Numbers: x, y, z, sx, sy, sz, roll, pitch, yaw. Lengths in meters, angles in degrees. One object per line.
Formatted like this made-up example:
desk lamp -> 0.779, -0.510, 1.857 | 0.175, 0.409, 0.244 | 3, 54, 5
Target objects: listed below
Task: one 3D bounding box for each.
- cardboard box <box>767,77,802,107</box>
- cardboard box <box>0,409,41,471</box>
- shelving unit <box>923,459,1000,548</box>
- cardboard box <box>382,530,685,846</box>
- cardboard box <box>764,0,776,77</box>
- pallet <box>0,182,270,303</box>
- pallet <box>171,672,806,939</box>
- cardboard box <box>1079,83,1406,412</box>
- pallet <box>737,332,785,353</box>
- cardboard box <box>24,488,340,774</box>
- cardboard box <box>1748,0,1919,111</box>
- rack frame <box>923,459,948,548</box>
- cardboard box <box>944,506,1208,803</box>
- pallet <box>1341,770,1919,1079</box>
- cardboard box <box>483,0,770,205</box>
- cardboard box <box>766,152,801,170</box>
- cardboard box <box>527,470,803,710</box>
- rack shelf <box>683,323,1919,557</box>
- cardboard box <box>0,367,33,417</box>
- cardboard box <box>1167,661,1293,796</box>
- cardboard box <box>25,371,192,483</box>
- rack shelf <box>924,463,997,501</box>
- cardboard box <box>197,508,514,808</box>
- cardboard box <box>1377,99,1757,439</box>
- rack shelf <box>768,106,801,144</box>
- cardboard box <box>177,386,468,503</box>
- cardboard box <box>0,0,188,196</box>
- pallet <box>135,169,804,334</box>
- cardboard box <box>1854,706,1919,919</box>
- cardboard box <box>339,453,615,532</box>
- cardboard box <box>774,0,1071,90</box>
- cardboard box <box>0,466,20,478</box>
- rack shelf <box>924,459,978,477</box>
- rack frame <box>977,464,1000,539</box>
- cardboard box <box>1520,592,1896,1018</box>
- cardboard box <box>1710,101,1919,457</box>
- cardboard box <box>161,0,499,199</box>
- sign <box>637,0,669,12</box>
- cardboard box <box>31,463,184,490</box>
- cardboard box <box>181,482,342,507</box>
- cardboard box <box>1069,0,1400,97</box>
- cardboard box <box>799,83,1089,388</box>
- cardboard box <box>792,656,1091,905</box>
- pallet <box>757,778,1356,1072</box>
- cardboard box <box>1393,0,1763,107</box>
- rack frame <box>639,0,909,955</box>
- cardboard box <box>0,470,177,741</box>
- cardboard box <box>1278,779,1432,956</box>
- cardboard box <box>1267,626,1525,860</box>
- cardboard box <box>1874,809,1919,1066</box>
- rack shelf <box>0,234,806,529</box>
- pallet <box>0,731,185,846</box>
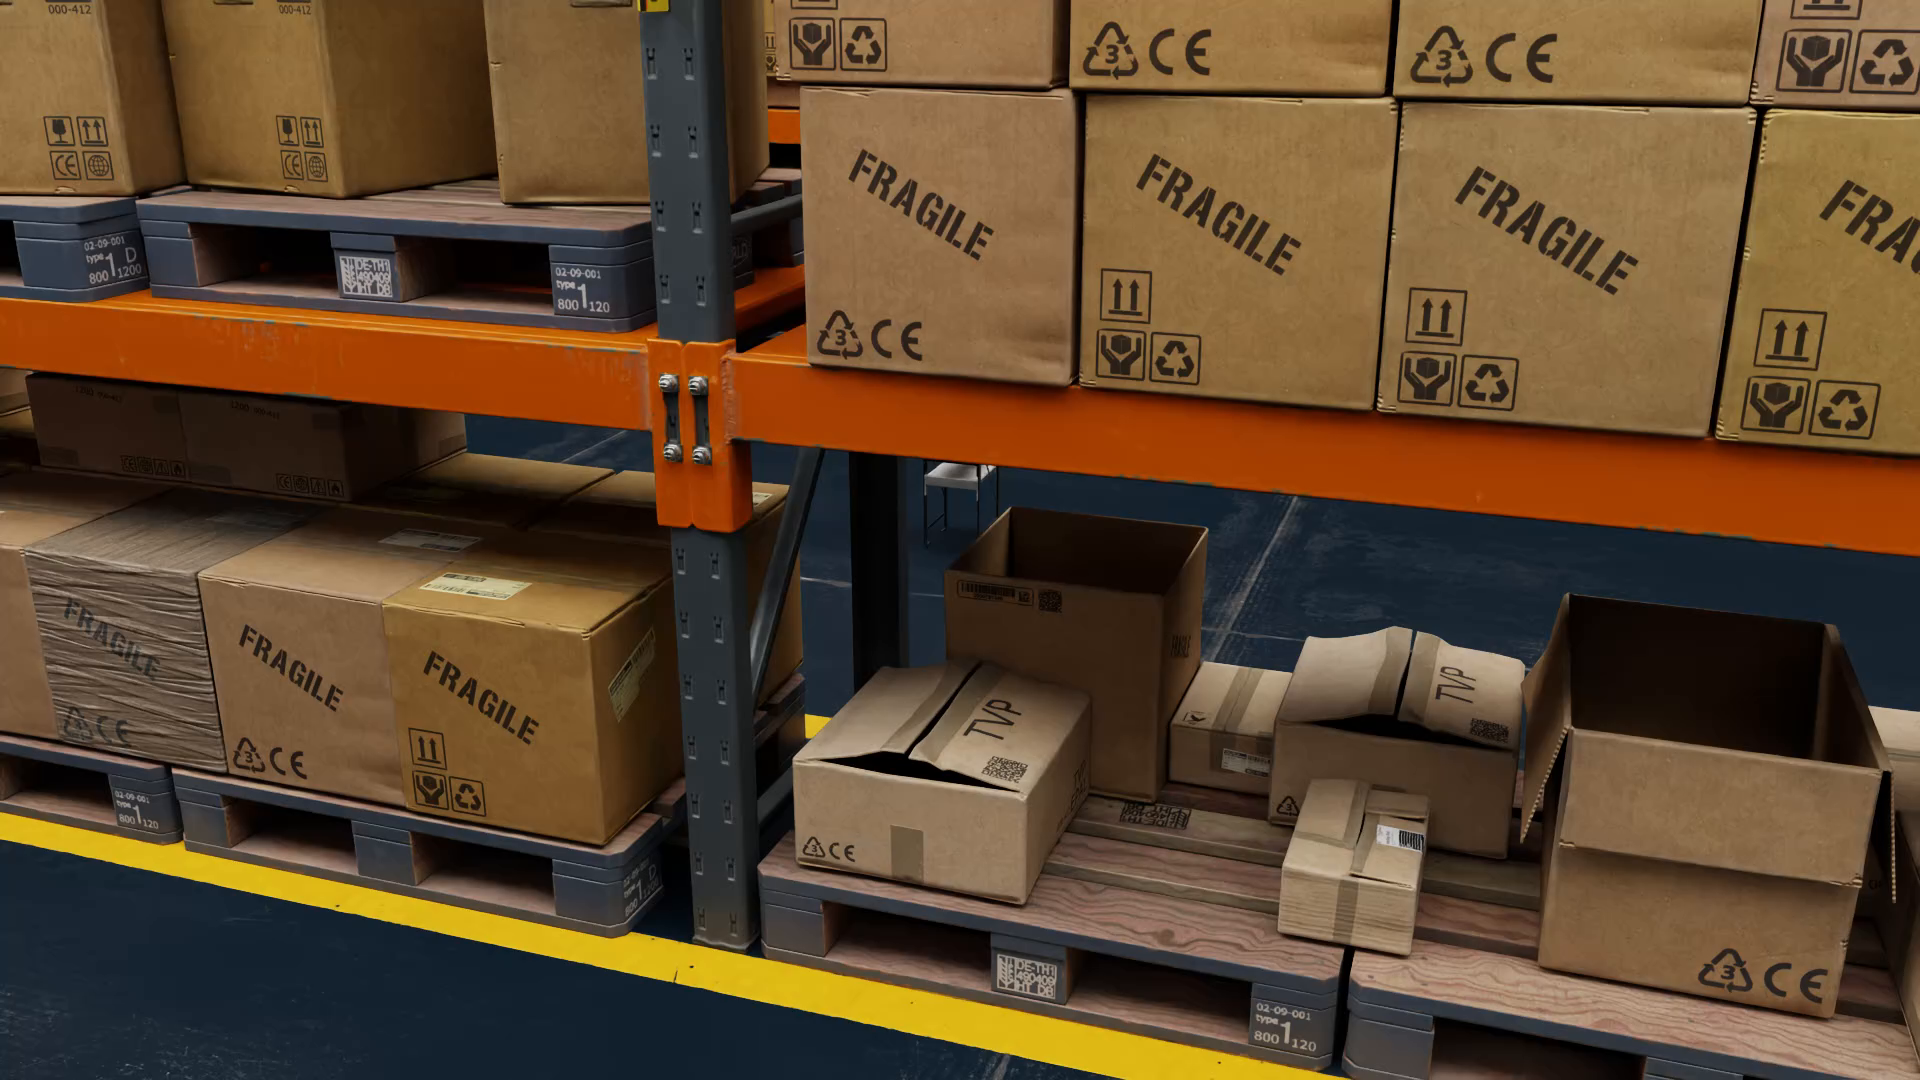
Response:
cardboard box -> -0.820, -2.288, 8.435 | 0.250, 0.149, 0.380 | 7, 20, 18
cardboard box -> -2.681, -0.070, 4.849 | 0.500, 0.500, 0.500 | 6, 20, 16
shelving unit -> 0.008, -0.424, 5.926 | 0.210, 0.900, 0.258 | 7, 20, 18
cardboard box -> -0.912, 0.314, 3.748 | 0.500, 0.500, 0.500 | 6, 20, 18
cardboard box -> -0.679, -2.565, 8.244 | 0.500, 0.500, 0.500 | 7, 20, 20
pallet -> -2.292, -0.827, 4.184 | 1.213, 0.211, 1.003 | 7, 20, 18
pallet -> -1.132, 0.546, 4.189 | 1.213, 0.211, 1.003 | 7, 20, 18
cardboard box -> 0.525, -0.548, 2.939 | 0.500, 0.500, 0.500 | 7, 20, 19
pallet -> -0.639, -1.110, 8.939 | 1.213, 0.211, 1.003 | 7, 20, 18
cardboard box -> -1.850, 0.203, 4.065 | 0.500, 0.500, 0.500 | 7, 20, 19
cardboard box -> 1.462, -0.909, 2.455 | 0.500, 0.500, 0.500 | 7, 20, 20
rack frame -> -0.088, -0.435, 5.957 | 0.006, 0.900, 0.240 | 7, 20, 18
cardboard box -> 0.280, 0.251, 3.927 | 0.500, 0.500, 0.500 | 7, 20, 18
pallet -> 1.453, 0.828, 3.381 | 1.213, 0.211, 1.003 | 7, 20, 18
cardboard box -> -0.726, -1.061, 3.773 | 0.500, 0.500, 0.700 | 0, 19, 0
cardboard box -> -1.031, -1.634, 8.834 | 0.750, 0.750, 0.750 | 6, 20, 18
cardboard box -> -0.729, 0.150, 4.218 | 0.500, 0.500, 0.500 | 6, 20, 16
rack shelf -> 1.538, -0.139, 3.010 | 4.000, 0.370, 1.077 | 7, 20, 18
cardboard box -> -3.115, -0.475, 4.873 | 0.500, 0.250, 0.500 | 7, 21, 20
cardboard box -> 0.654, 0.439, 3.922 | 0.250, 0.149, 0.380 | 7, 20, 18
cardboard box -> -2.147, -0.366, 4.560 | 0.500, 0.250, 0.500 | 6, 20, 17
rack shelf -> 0.008, -0.223, 5.996 | 0.200, 0.077, 0.258 | 7, 20, 18
cardboard box -> -1.376, 0.258, 3.909 | 0.500, 0.500, 0.500 | 7, 20, 18
cardboard box -> 0.997, -0.493, 2.782 | 0.500, 0.500, 0.500 | 6, 20, 18
rack shelf -> -0.619, -2.112, 8.670 | 4.000, 0.370, 1.077 | 7, 20, 18
cardboard box -> -1.673, -0.312, 4.405 | 0.500, 0.250, 0.500 | 7, 20, 18
cardboard box -> -2.041, -1.112, 3.919 | 0.500, 0.500, 0.700 | 1, 19, 4
pallet -> -1.071, -0.724, 3.888 | 1.213, 0.211, 1.003 | 7, 20, 18
cardboard box -> 2.062, 0.573, 3.384 | 0.500, 0.250, 0.500 | 7, 20, 18
cardboard box -> -1.236, 0.096, 4.373 | 0.500, 0.500, 0.500 | 7, 20, 19
cardboard box -> 0.001, -1.076, 2.934 | 0.500, 0.500, 0.500 | 7, 20, 19
cardboard box -> -2.825, 0.094, 4.377 | 0.500, 0.500, 0.500 | 6, 20, 17
rack shelf -> 0.008, -0.308, 5.966 | 0.200, 0.077, 0.258 | 7, 20, 18
rack frame -> 0.104, -0.413, 5.894 | 0.006, 0.900, 0.240 | 7, 20, 18
cardboard box -> 1.425, 0.478, 3.273 | 0.637, 0.503, 0.797 | 7, 20, 18
cardboard box -> 1.478, -0.439, 2.625 | 0.500, 0.500, 0.500 | 6, 20, 17
cardboard box -> -1.396, -1.115, 3.929 | 0.500, 0.500, 0.700 | 10, 22, 27
sign -> -0.530, -1.068, 2.825 | 0.005, 0.325, 0.100 | 7, 20, 18
cardboard box -> -2.183, -0.015, 4.692 | 0.500, 0.500, 0.500 | 6, 20, 16
cardboard box -> -1.706, 0.039, 4.535 | 0.500, 0.500, 0.500 | 7, 20, 19
cardboard box -> 0.489, -1.020, 2.774 | 0.500, 0.500, 0.500 | 6, 20, 16
cardboard box -> 0.040, -0.602, 3.094 | 0.500, 0.500, 0.500 | 7, 20, 19
cardboard box -> -0.026, 0.480, 3.559 | 0.500, 0.311, 0.500 | 7, 20, 18
pallet -> 0.297, 0.697, 3.757 | 1.213, 0.211, 1.003 | 7, 20, 18
cardboard box -> 0.974, -0.964, 2.615 | 0.500, 0.500, 0.500 | 6, 20, 16
rack frame -> -0.352, -0.695, 3.512 | 0.127, 3.000, 1.000 | 7, 20, 18
cardboard box -> -2.331, 0.149, 4.220 | 0.500, 0.500, 0.500 | 6, 20, 16
cardboard box -> 0.794, 0.638, 3.324 | 0.250, 0.166, 0.380 | 7, 20, 18
cardboard box -> 0.988, 0.422, 3.726 | 0.500, 0.311, 0.500 | 7, 20, 18
cardboard box -> 1.945, 0.734, 2.922 | 0.500, 0.250, 0.500 | 7, 20, 18
rack shelf -> -2.241, -0.571, 4.250 | 4.000, 0.370, 1.077 | 7, 20, 18
pallet -> -2.289, 0.415, 4.566 | 1.213, 0.211, 1.003 | 7, 20, 18
